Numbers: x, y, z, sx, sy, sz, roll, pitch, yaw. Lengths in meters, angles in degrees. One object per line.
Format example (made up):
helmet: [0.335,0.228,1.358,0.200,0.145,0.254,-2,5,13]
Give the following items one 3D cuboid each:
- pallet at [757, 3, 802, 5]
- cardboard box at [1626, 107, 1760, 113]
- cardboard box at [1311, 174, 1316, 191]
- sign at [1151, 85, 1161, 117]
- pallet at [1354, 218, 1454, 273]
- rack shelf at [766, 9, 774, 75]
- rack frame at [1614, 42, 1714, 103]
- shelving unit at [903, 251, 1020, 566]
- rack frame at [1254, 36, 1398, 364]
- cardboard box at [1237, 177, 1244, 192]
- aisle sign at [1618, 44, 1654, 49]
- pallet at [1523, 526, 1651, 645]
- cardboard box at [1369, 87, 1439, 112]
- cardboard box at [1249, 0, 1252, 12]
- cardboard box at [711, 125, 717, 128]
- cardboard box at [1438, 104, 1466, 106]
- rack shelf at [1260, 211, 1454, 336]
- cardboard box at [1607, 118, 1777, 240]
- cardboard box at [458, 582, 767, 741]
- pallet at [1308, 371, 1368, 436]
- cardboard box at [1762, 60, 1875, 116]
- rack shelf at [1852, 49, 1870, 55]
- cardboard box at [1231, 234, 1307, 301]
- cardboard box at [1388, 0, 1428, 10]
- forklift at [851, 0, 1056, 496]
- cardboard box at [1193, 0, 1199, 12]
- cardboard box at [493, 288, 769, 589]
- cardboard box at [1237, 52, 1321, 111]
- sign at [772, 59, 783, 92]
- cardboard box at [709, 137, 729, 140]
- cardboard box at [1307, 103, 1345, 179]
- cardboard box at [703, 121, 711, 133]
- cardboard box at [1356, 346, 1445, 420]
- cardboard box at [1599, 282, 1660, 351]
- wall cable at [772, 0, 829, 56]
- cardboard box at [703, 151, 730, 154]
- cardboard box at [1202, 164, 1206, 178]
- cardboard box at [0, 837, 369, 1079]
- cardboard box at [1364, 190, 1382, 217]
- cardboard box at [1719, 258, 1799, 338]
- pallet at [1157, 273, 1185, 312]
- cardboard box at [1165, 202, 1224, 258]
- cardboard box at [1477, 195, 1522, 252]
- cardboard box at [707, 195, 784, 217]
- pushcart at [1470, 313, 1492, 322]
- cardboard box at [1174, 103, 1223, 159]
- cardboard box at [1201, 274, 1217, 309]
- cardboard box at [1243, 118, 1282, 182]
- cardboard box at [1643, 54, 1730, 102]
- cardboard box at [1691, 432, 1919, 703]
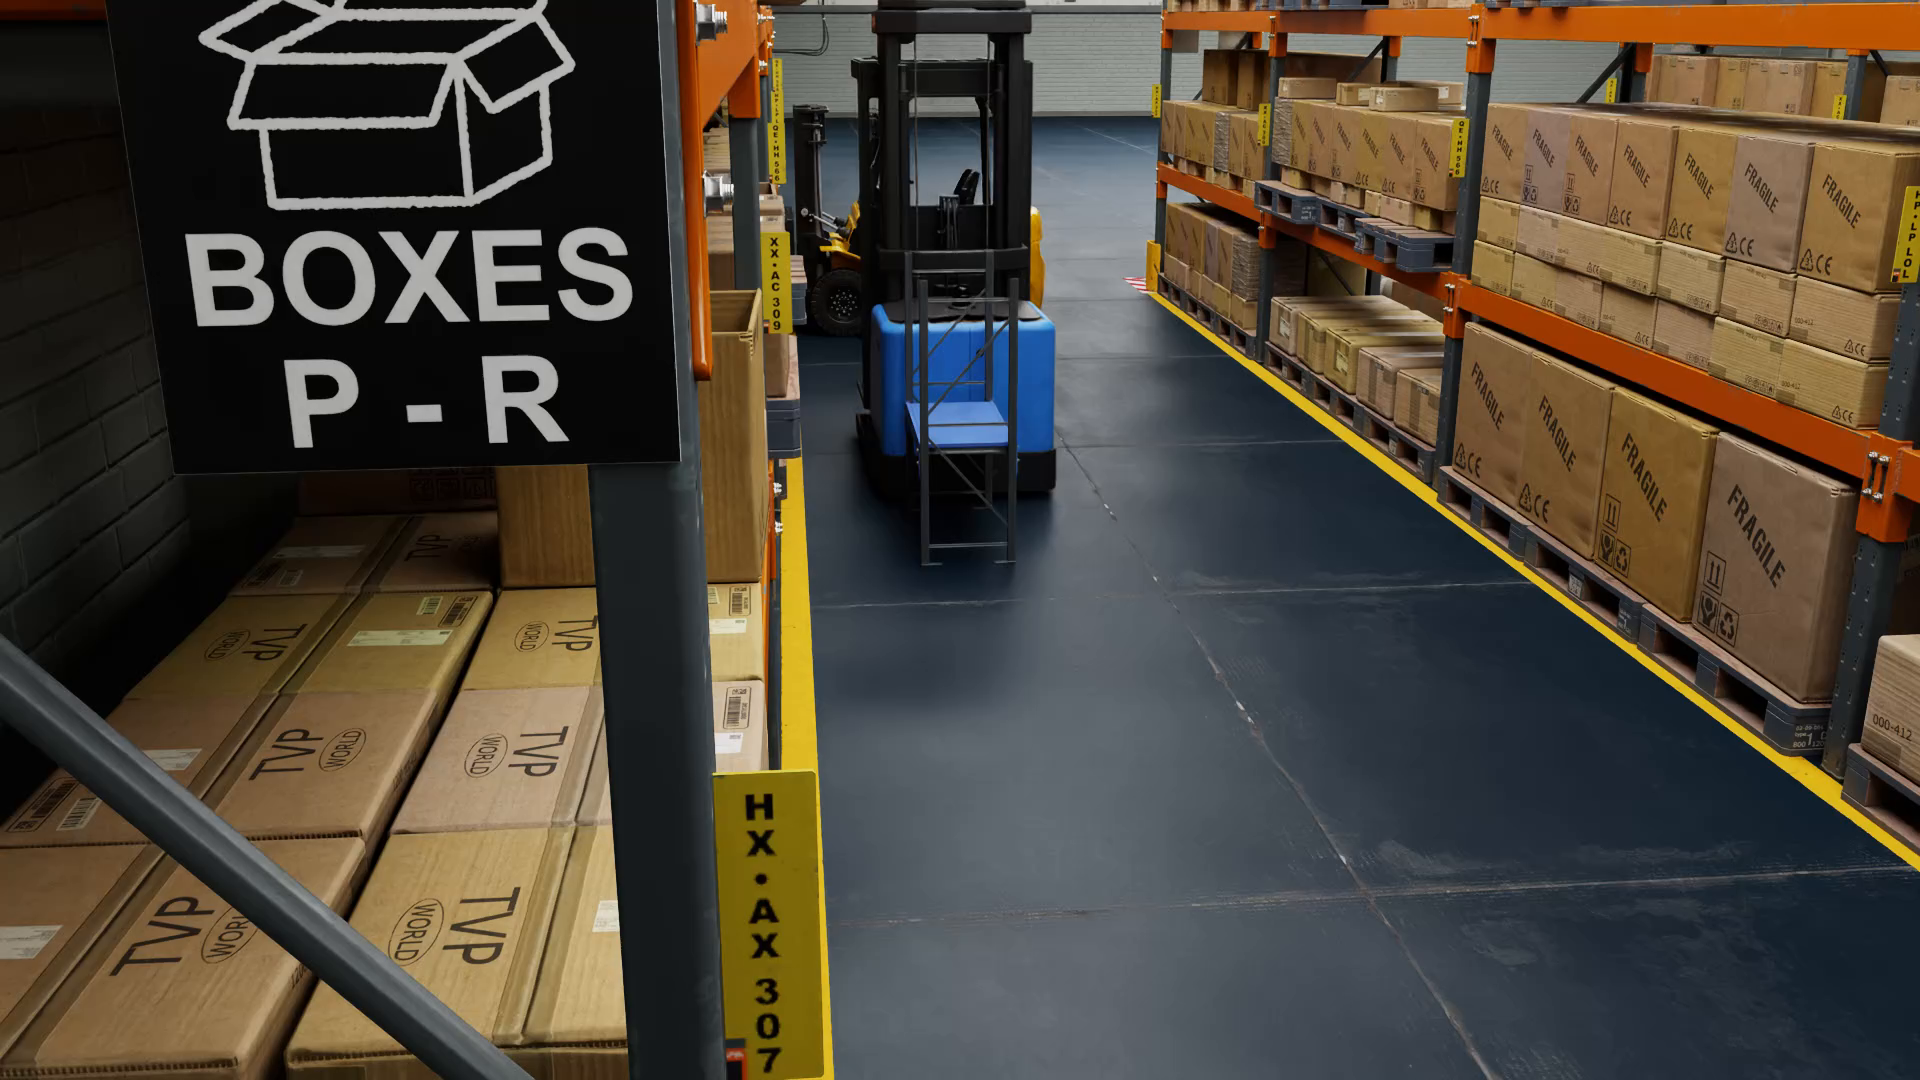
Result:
pallet: [-1.241,-2.243,6.619,1.213,0.211,1.003,-2,18,-6]
cardboard box: [3.765,-1.968,8.603,0.500,0.500,0.500,-1,17,-5]
cardboard box: [2.843,-2.683,12.434,0.380,0.149,0.250,-1,17,-2]
sign: [2.026,-4.522,17.127,0.100,0.325,0.005,-2,18,-6]
pallet: [3.211,-1.860,10.413,1.213,0.211,1.003,-2,18,-6]
rack shelf: [-1.752,-3.272,10.783,1.077,0.370,4.000,-2,18,-6]
rack frame: [7.479,-4.309,17.894,1.000,3.000,0.127,-2,18,-6]
shelving unit: [-0.009,-0.741,9.033,0.538,1.500,1.048,-2,18,-6]
rack frame: [2.978,-2.934,13.515,1.000,3.000,0.127,-2,18,-6]
cardboard box: [2.648,-3.129,14.556,0.380,0.149,0.250,-2,18,-6]
aisle sign: [7.173,-5.561,17.542,0.394,0.787,0.004,-2,18,-6]
pallet: [3.520,0.188,8.226,1.003,0.211,1.213,-2,18,-6]
cardboard box: [2.941,-2.920,11.024,0.380,0.149,0.250,-3,18,-8]
cardboard box: [2.674,-4.560,14.106,0.380,0.149,0.250,-2,18,-8]
cardboard box: [-2.464,-3.558,15.337,0.500,0.500,0.500,-2,18,-6]
cardboard box: [3.354,-2.892,12.016,0.500,0.500,0.500,-1,17,-4]
rack shelf: [3.184,-1.995,11.724,1.077,0.370,4.000,-2,18,-6]
cardboard box: [3.346,-1.660,7.620,0.500,0.500,0.500,-1,17,-5]
cardboard box: [-0.608,0.281,3.029,0.500,0.250,0.500,-2,18,-7]
pallet: [3.189,-1.007,12.033,1.003,0.211,1.213,-2,18,-6]
cardboard box: [7.715,-3.975,14.777,0.875,0.550,0.550,-2,18,-6]
rack shelf: [8.098,-3.609,11.858,1.077,0.370,4.000,-2,18,-6]
cardboard box: [2.650,-2.348,14.286,0.500,0.500,0.500,-2,18,-6]
cardboard box: [3.205,-3.676,10.699,0.797,0.503,0.637,-2,18,-6]
forklift: [-0.122,-2.053,10.824,1.130,2.935,3.031,-2,18,-7]
cardboard box: [2.436,-5.100,15.824,0.380,0.149,0.250,-2,18,-6]
cardboard box: [-0.655,-0.223,3.381,0.500,0.500,0.500,-1,17,-4]
cardboard box: [2.948,-4.194,15.196,0.700,0.500,0.500,-2,18,-6]
sign: [-1.830,-4.649,16.650,0.100,0.325,0.005,-2,18,-6]
cardboard box: [-1.561,-2.737,11.636,0.380,0.149,0.250,-2,18,-7]
cardboard box: [2.831,-2.878,11.973,0.500,0.500,0.500,-2,18,-6]
cardboard box: [-2.325,-3.530,14.164,0.380,0.149,0.250,-1,17,-4]
cardboard box: [3.258,-1.077,11.286,0.950,0.372,0.625,-2,18,-7]
cardboard box: [3.364,-1.061,7.800,0.500,0.250,0.500,-2,18,-6]
wall cable: [-5.279,-14.973,47.031,3.097,2.526,0.112,-2,18,-6]
cardboard box: [-1.462,-2.356,10.423,0.380,0.149,0.250,-2,17,-5]
cardboard box: [2.509,-3.512,15.775,0.380,0.149,0.250,-1,17,-4]
cardboard box: [-1.032,0.597,2.023,0.500,0.250,0.500,-1,17,-4]
cardboard box: [2.892,-2.221,10.963,0.380,0.149,0.250,-1,17,-5]
cardboard box: [3.457,-0.990,6.738,0.500,0.250,0.500,-1,17,-4]
pallet: [2.622,-2.530,16.882,1.003,0.211,1.213,-2,18,-6]
cardboard box: [2.377,-3.116,16.732,0.500,0.500,0.500,-2,18,-7]
cardboard box: [3.197,-1.751,9.161,0.500,0.250,0.500,-2,18,-6]
cardboard box: [-1.095,-1.183,7.070,0.700,0.500,0.500,-2,18,-6]
pushcart: [5.241,-1.768,14.179,1.648,0.377,0.936,-8,19,-25]
cardboard box: [2.395,-4.011,16.283,0.500,0.500,0.500,-1,17,-4]
cardboard box: [2.537,-2.300,15.386,0.500,0.250,0.500,-2,17,-5]
cardboard box: [2.685,-3.248,13.852,0.500,0.500,0.500,-2,18,-7]
cardboard box: [7.479,-4.784,17.353,0.875,0.550,0.550,-2,18,-6]
cardboard box: [3.660,0.081,6.759,0.875,0.875,0.875,-1,17,-4]
